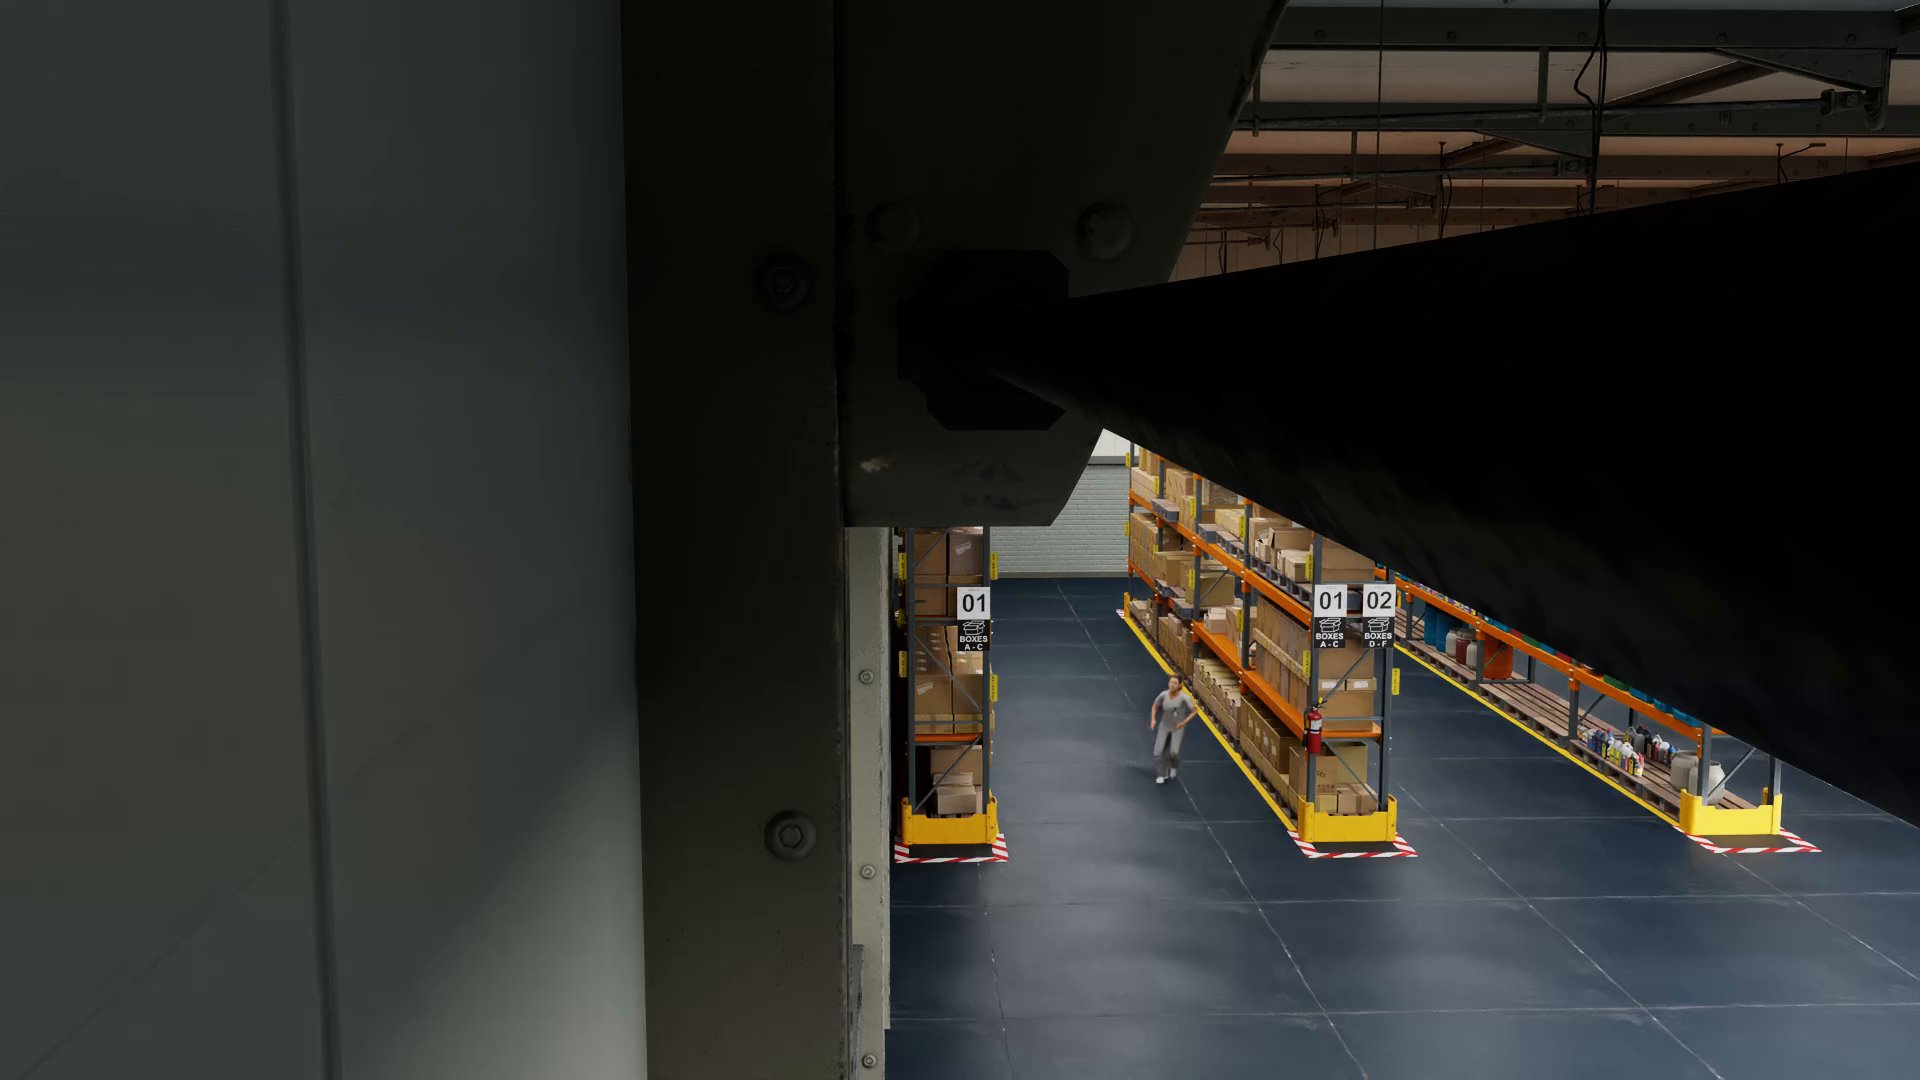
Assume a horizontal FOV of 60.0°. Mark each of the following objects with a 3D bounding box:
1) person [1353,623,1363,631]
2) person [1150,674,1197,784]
[{"bbox_3d":[7.694,1.412,31.884,0.581,1.678,0.646,1,7,8],"label":"person"},{"bbox_3d":[2.949,2.626,23.016,0.637,1.582,0.541,2,8,18],"label":"person"}]
